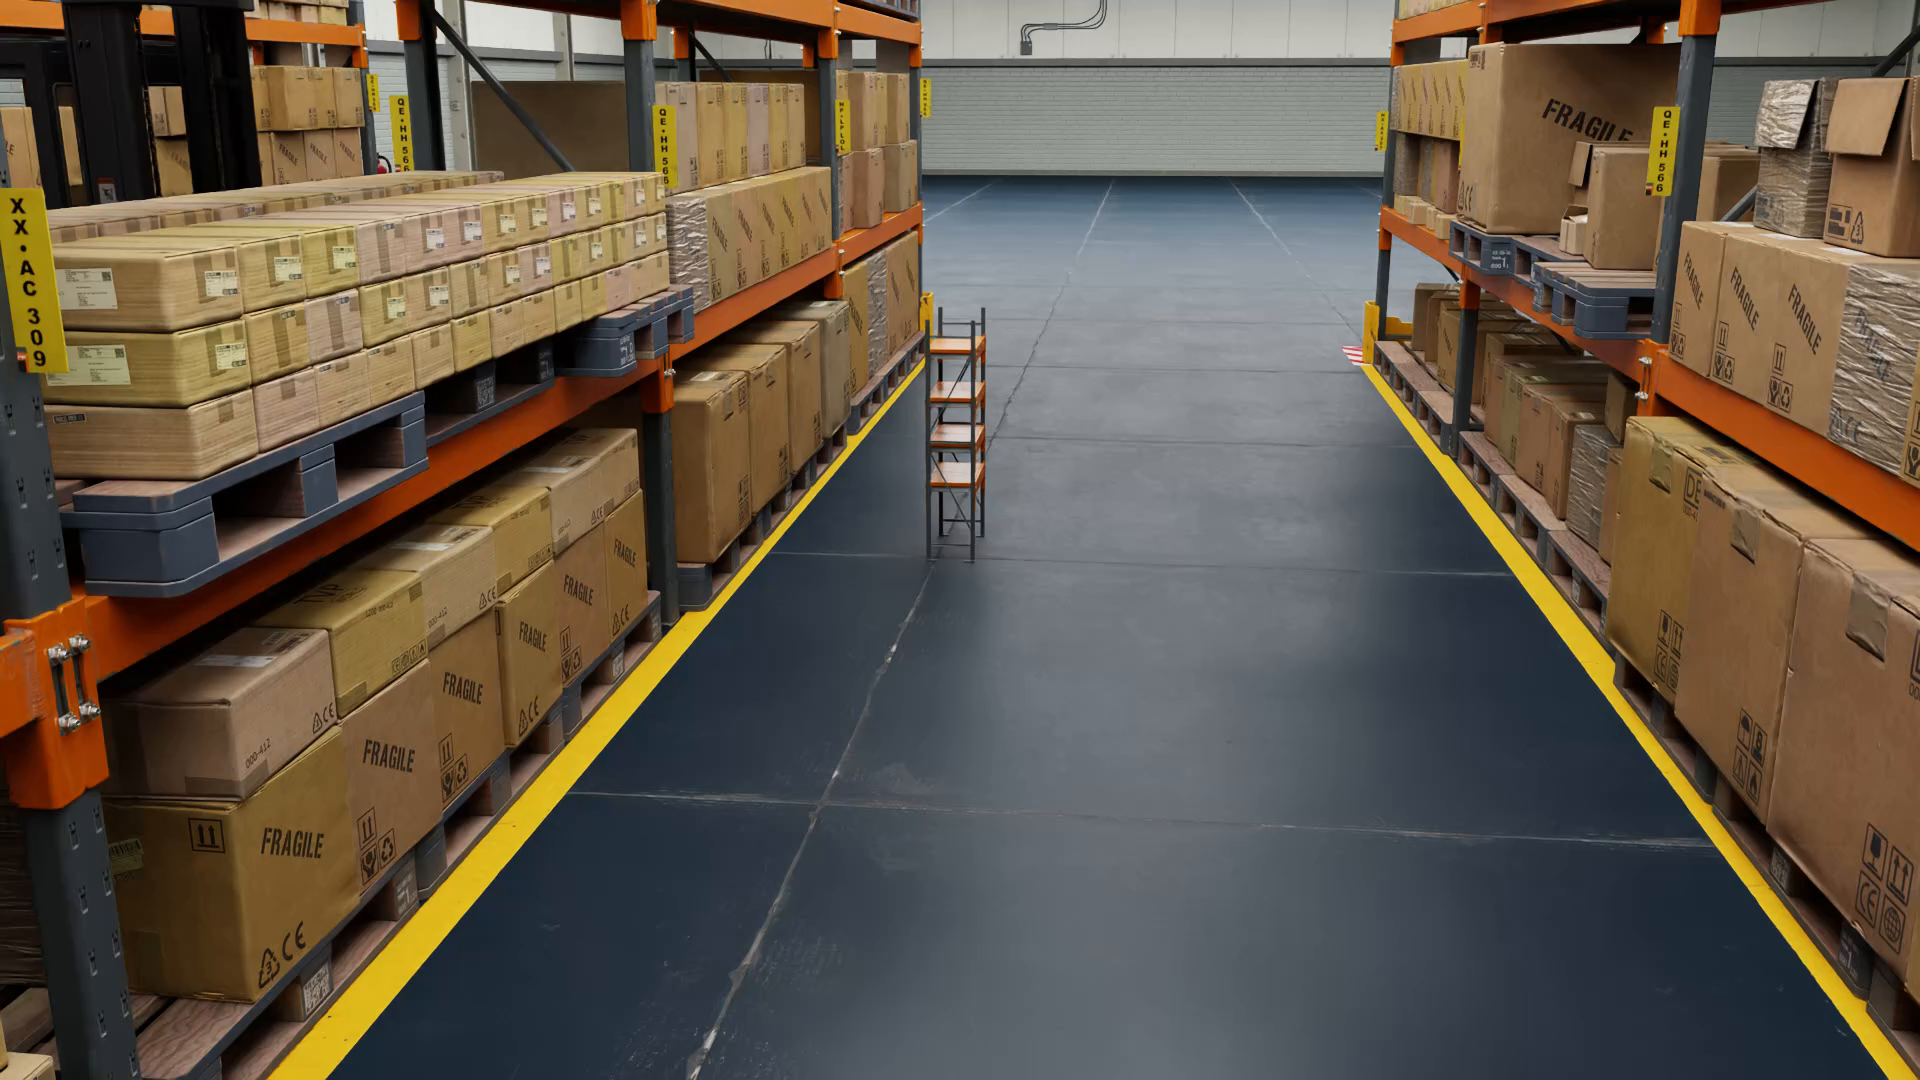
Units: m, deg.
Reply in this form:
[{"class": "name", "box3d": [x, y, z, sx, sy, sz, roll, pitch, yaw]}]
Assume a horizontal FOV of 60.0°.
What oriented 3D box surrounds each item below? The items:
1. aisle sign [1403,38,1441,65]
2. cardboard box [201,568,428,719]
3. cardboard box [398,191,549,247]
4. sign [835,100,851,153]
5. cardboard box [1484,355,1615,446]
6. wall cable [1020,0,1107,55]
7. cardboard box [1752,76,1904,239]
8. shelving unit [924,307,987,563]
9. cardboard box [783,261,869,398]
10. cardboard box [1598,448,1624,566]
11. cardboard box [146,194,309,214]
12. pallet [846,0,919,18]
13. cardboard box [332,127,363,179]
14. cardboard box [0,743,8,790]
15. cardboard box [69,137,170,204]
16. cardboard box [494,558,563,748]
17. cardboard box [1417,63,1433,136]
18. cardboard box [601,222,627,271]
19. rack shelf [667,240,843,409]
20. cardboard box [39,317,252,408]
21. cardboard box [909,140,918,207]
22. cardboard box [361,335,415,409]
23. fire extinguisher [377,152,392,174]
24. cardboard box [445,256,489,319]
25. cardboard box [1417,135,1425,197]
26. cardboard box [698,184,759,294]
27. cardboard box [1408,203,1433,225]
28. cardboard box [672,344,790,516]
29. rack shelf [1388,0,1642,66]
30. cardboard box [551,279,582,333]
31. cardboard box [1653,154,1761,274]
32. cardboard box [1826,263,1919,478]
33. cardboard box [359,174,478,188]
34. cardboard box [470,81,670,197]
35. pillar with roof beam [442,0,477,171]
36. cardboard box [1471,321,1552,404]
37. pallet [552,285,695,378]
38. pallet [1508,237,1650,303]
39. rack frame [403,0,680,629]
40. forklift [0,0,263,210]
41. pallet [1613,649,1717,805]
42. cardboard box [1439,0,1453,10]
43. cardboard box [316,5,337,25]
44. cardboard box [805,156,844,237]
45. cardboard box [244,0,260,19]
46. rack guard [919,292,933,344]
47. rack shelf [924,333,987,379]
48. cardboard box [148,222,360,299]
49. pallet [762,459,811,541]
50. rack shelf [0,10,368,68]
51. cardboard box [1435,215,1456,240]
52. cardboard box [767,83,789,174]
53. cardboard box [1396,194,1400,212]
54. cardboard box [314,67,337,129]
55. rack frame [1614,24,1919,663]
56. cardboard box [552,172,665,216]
[{"class": "aisle sign", "box3d": [3.787, -4.275, 13.744, 0.394, 0.787, 0.004, 2, 15, 6]}, {"class": "cardboard box", "box3d": [-1.789, 0.265, 4.483, 0.500, 0.250, 0.500, 2, 15, 8]}, {"class": "cardboard box", "box3d": [-1.490, -0.985, 5.096, 0.380, 0.149, 0.250, 2, 15, 9]}, {"class": "sign", "box3d": [-0.750, -2.637, 10.601, 0.100, 0.325, 0.005, 2, 15, 6]}, {"class": "cardboard box", "box3d": [3.536, -0.805, 9.837, 0.700, 0.500, 0.500, 1, 15, 2]}, {"class": "wall cable", "box3d": [2.787, -16.038, 44.219, 2.305, 6.003, 0.169, 2, 15, 6]}, {"class": "cardboard box", "box3d": [3.077, -1.263, 5.475, 0.797, 0.503, 0.637, 2, 15, 8]}, {"class": "shelving unit", "box3d": [-0.019, -0.536, 8.347, 0.258, 1.200, 0.503, 2, 15, 6]}, {"class": "cardboard box", "box3d": [-1.150, -1.468, 11.610, 0.875, 0.875, 0.875, 2, 15, 7]}, {"class": "cardboard box", "box3d": [3.231, -0.100, 7.232, 0.700, 0.500, 0.500, 1, 15, 3]}, {"class": "cardboard box", "box3d": [-2.165, -0.941, 4.934, 0.380, 0.149, 0.250, 1, 15, 5]}, {"class": "pallet", "box3d": [-0.912, -4.380, 13.536, 1.003, 0.211, 1.213, 2, 15, 6]}, {"class": "cardboard box", "box3d": [-5.556, -3.330, 14.468, 0.500, 0.500, 0.500, 1, 15, 5]}, {"class": "cardboard box", "box3d": [-2.360, 0.386, 4.034, 0.500, 0.250, 0.500, 1, 15, 5]}, {"class": "cardboard box", "box3d": [-5.894, -2.547, 11.574, 0.500, 0.500, 0.500, 2, 15, 6]}, {"class": "cardboard box", "box3d": [-1.662, 0.362, 5.561, 0.500, 0.500, 0.500, 1, 15, 4]}, {"class": "cardboard box", "box3d": [3.576, -3.146, 11.872, 0.500, 0.500, 0.500, 2, 15, 6]}, {"class": "cardboard box", "box3d": [-1.400, -1.038, 5.862, 0.380, 0.149, 0.250, 2, 15, 8]}, {"class": "rack shelf", "box3d": [-1.516, -1.264, 8.968, 1.077, 0.370, 4.000, 2, 15, 6]}, {"class": "cardboard box", "box3d": [-1.692, -0.369, 3.386, 0.380, 0.149, 0.250, 2, 15, 7]}, {"class": "cardboard box", "box3d": [-0.836, -3.142, 14.248, 0.875, 0.550, 0.550, 2, 15, 6]}, {"class": "cardboard box", "box3d": [-1.605, -0.427, 4.171, 0.380, 0.149, 0.250, 2, 15, 7]}, {"class": "fire extinguisher", "box3d": [-5.298, -3.266, 15.141, 0.296, 0.674, 0.183, 2, 15, 6]}, {"class": "cardboard box", "box3d": [-1.548, -0.709, 4.645, 0.380, 0.149, 0.250, 1, 15, 5]}, {"class": "cardboard box", "box3d": [4.051, -2.912, 12.922, 0.875, 0.500, 0.500, 2, 15, 6]}, {"class": "cardboard box", "box3d": [-1.311, -1.512, 8.315, 0.500, 0.500, 0.500, 2, 15, 6]}, {"class": "cardboard box", "box3d": [3.543, -2.421, 12.349, 0.380, 0.149, 0.250, 2, 15, 6]}, {"class": "cardboard box", "box3d": [-1.488, -0.591, 8.607, 1.050, 0.750, 0.750, 2, 15, 7]}, {"class": "rack shelf", "box3d": [3.852, -3.577, 11.775, 1.077, 0.370, 4.000, 2, 15, 6]}, {"class": "cardboard box", "box3d": [-1.460, -0.767, 5.428, 0.380, 0.149, 0.250, 1, 15, 4]}, {"class": "cardboard box", "box3d": [3.196, -1.312, 6.773, 0.500, 0.500, 0.500, 0, 15, -1]}, {"class": "cardboard box", "box3d": [2.681, -0.454, 4.403, 0.500, 0.500, 0.500, 2, 15, 6]}, {"class": "cardboard box", "box3d": [-2.014, -1.277, 6.175, 0.380, 0.149, 0.250, 1, 15, 5]}, {"class": "cardboard box", "box3d": [-1.681, -1.739, 7.241, 0.700, 0.500, 0.500, 2, 15, 6]}, {"class": "pillar with roof beam", "box3d": [-5.367, -10.716, 31.051, 9.100, 9.000, 0.400, 2, 15, 6]}, {"class": "cardboard box", "box3d": [3.769, -1.205, 11.356, 0.500, 0.500, 0.500, 7, 17, 24]}, {"class": "pallet", "box3d": [-1.716, -0.812, 6.285, 1.213, 0.211, 1.003, 2, 15, 6]}, {"class": "pallet", "box3d": [3.358, -1.342, 8.246, 1.003, 0.211, 1.213, 2, 15, 6]}, {"class": "rack frame", "box3d": [-1.742, -1.092, 6.955, 1.000, 3.000, 0.127, 2, 15, 6]}, {"class": "forklift", "box3d": [-4.548, -1.577, 8.878, 3.031, 2.935, 1.130, 6, 16, 20]}, {"class": "pallet", "box3d": [3.011, 0.628, 5.934, 1.003, 0.211, 1.213, 2, 15, 6]}, {"class": "cardboard box", "box3d": [3.540, -3.727, 11.238, 0.500, 0.250, 0.500, 2, 15, 6]}, {"class": "cardboard box", "box3d": [-5.527, -4.447, 14.097, 0.380, 0.149, 0.250, 2, 15, 7]}, {"class": "cardboard box", "box3d": [-1.261, -2.298, 11.128, 0.875, 0.550, 0.550, 2, 15, 6]}, {"class": "cardboard box", "box3d": [-5.660, -4.113, 12.861, 0.380, 0.149, 0.250, 2, 15, 6]}, {"class": "rack guard", "box3d": [-0.836, -1.967, 14.978, 1.175, 0.500, 0.348, 2, 15, 6]}, {"class": "rack shelf", "box3d": [-0.019, -0.916, 8.244, 0.258, 0.148, 0.480, 2, 15, 6]}, {"class": "cardboard box", "box3d": [-1.635, -0.651, 3.860, 0.380, 0.149, 0.250, 2, 15, 7]}, {"class": "pallet", "box3d": [-1.438, -0.264, 9.234, 1.003, 0.211, 1.213, 2, 15, 6]}, {"class": "rack shelf", "box3d": [-5.994, -3.869, 12.855, 1.077, 0.370, 4.000, 2, 15, 6]}, {"class": "cardboard box", "box3d": [3.402, -2.096, 11.150, 0.380, 0.149, 0.250, 2, 15, 6]}, {"class": "cardboard box", "box3d": [-1.397, -2.398, 9.678, 0.700, 0.500, 0.500, 1, 15, 5]}, {"class": "cardboard box", "box3d": [3.762, -2.743, 13.539, 0.380, 0.149, 0.250, 2, 15, 6]}, {"class": "cardboard box", "box3d": [-5.674, -3.691, 13.890, 0.700, 0.500, 0.500, 2, 15, 7]}, {"class": "rack frame", "box3d": [3.175, -0.920, 6.318, 1.000, 3.000, 0.127, 2, 15, 6]}, {"class": "cardboard box", "box3d": [-1.341, -1.320, 6.336, 0.380, 0.149, 0.250, 1, 15, 4]}]
